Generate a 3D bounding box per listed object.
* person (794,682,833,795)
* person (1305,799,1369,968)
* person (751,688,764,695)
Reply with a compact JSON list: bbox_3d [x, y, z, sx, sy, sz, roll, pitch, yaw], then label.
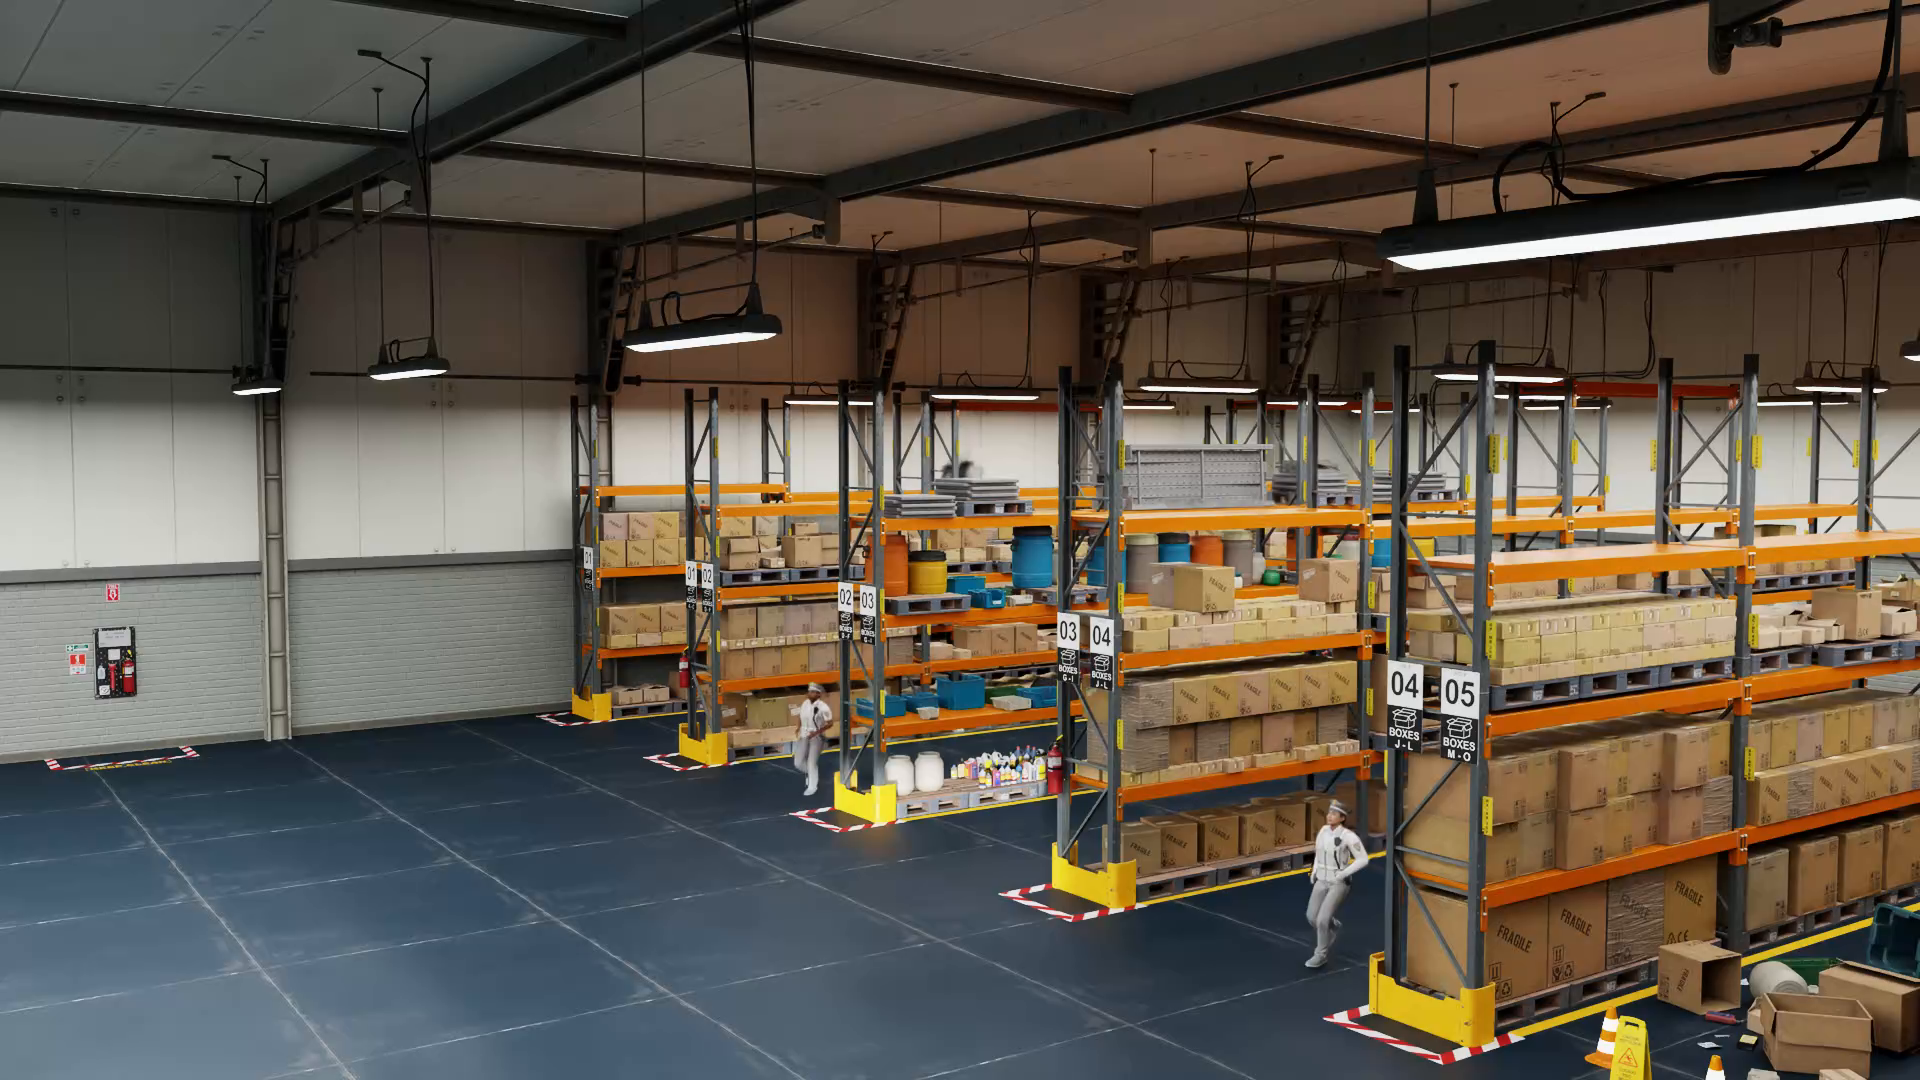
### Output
[{"bbox_3d":[-2.134,2.888,24.240,0.586,1.664,0.509,2,4,29],"label":"person"},{"bbox_3d":[3.678,3.370,16.384,0.583,1.641,0.633,-3,4,-38],"label":"person"},{"bbox_3d":[-3.488,2.627,29.299,0.565,1.546,0.534,-2,4,-33],"label":"person"}]
